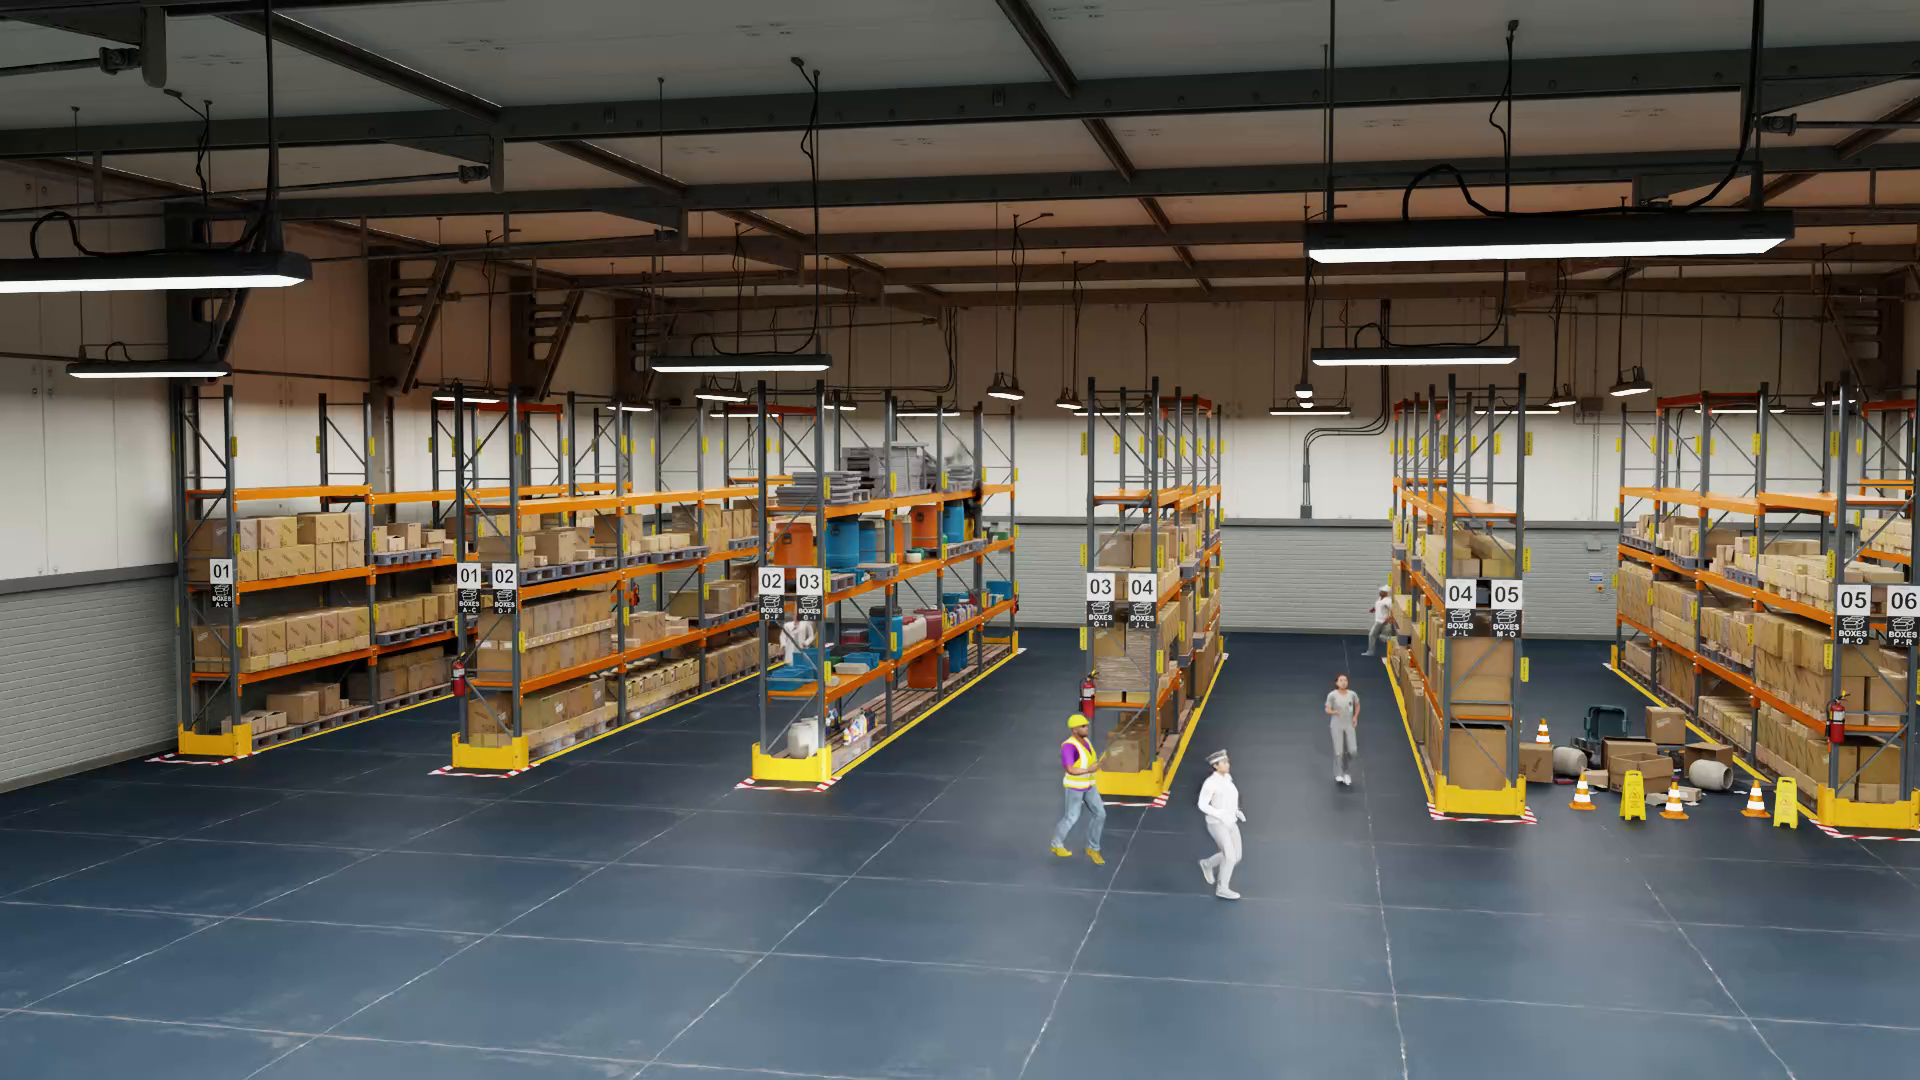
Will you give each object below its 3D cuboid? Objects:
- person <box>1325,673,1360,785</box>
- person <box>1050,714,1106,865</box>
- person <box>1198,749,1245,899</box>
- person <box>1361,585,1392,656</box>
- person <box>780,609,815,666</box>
[{"bbox_3d":[5.673,2.797,24.570,0.548,1.656,0.616,0,3,3],"label":"person"},{"bbox_3d":[1.438,3.001,19.968,0.766,1.826,0.668,3,4,40],"label":"person"},{"bbox_3d":[2.884,3.139,18.500,0.567,1.647,0.614,3,4,42],"label":"person"},{"bbox_3d":[9.995,1.930,39.553,0.865,1.707,0.767,0,3,4],"label":"person"},{"bbox_3d":[-3.235,2.240,32.956,0.710,1.730,0.577,0,3,1],"label":"person"}]
